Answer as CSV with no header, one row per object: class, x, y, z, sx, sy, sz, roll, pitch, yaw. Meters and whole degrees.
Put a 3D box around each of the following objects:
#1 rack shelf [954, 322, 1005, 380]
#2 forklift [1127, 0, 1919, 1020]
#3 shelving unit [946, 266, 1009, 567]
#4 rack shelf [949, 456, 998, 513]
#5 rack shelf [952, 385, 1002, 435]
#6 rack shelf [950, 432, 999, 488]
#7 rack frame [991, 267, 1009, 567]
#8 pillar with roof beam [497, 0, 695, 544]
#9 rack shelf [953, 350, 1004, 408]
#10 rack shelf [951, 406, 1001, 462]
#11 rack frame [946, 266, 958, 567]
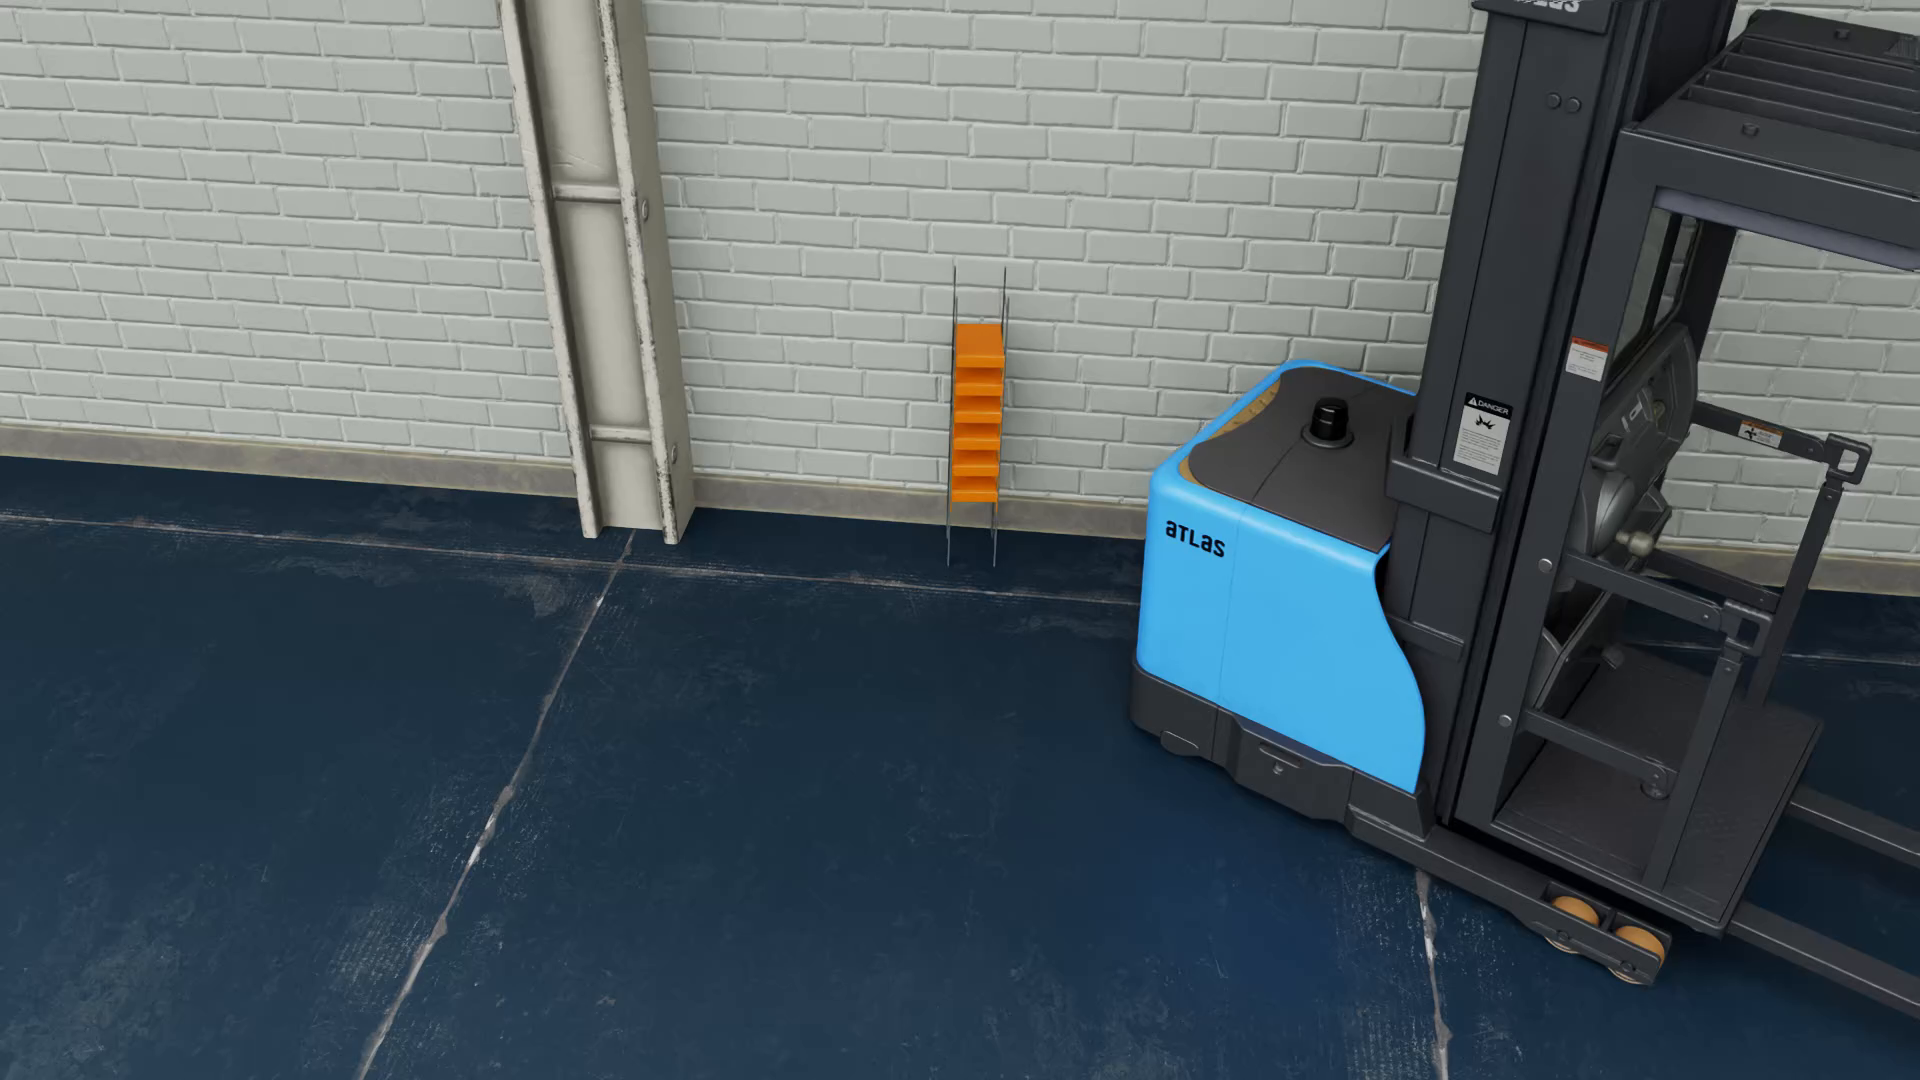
rack shelf,0.069,-0.700,6.145,0.180,0.103,0.258,0,37,-2
forklift,2.065,-0.236,4.557,3.031,2.935,1.130,24,42,29
shelving unit,0.059,-0.447,6.334,0.189,1.200,0.258,0,37,-2
rack shelf,0.051,-0.219,6.504,0.180,0.103,0.258,0,37,-2
rack shelf,0.062,-0.508,6.289,0.180,0.103,0.258,0,37,-2
rack shelf,0.054,-0.315,6.432,0.180,0.103,0.258,0,37,-2
rack frame,0.151,-0.446,6.338,0.006,1.200,0.240,0,37,-2
pillar with roof beam,-1.866,-1.268,0.781,0.400,9.000,9.100,4,36,6
rack shelf,0.065,-0.604,6.217,0.180,0.103,0.258,0,37,-2
rack shelf,0.058,-0.411,6.360,0.180,0.103,0.258,0,37,-2
rack frame,-0.032,-0.448,6.330,0.006,1.200,0.240,0,37,-2
